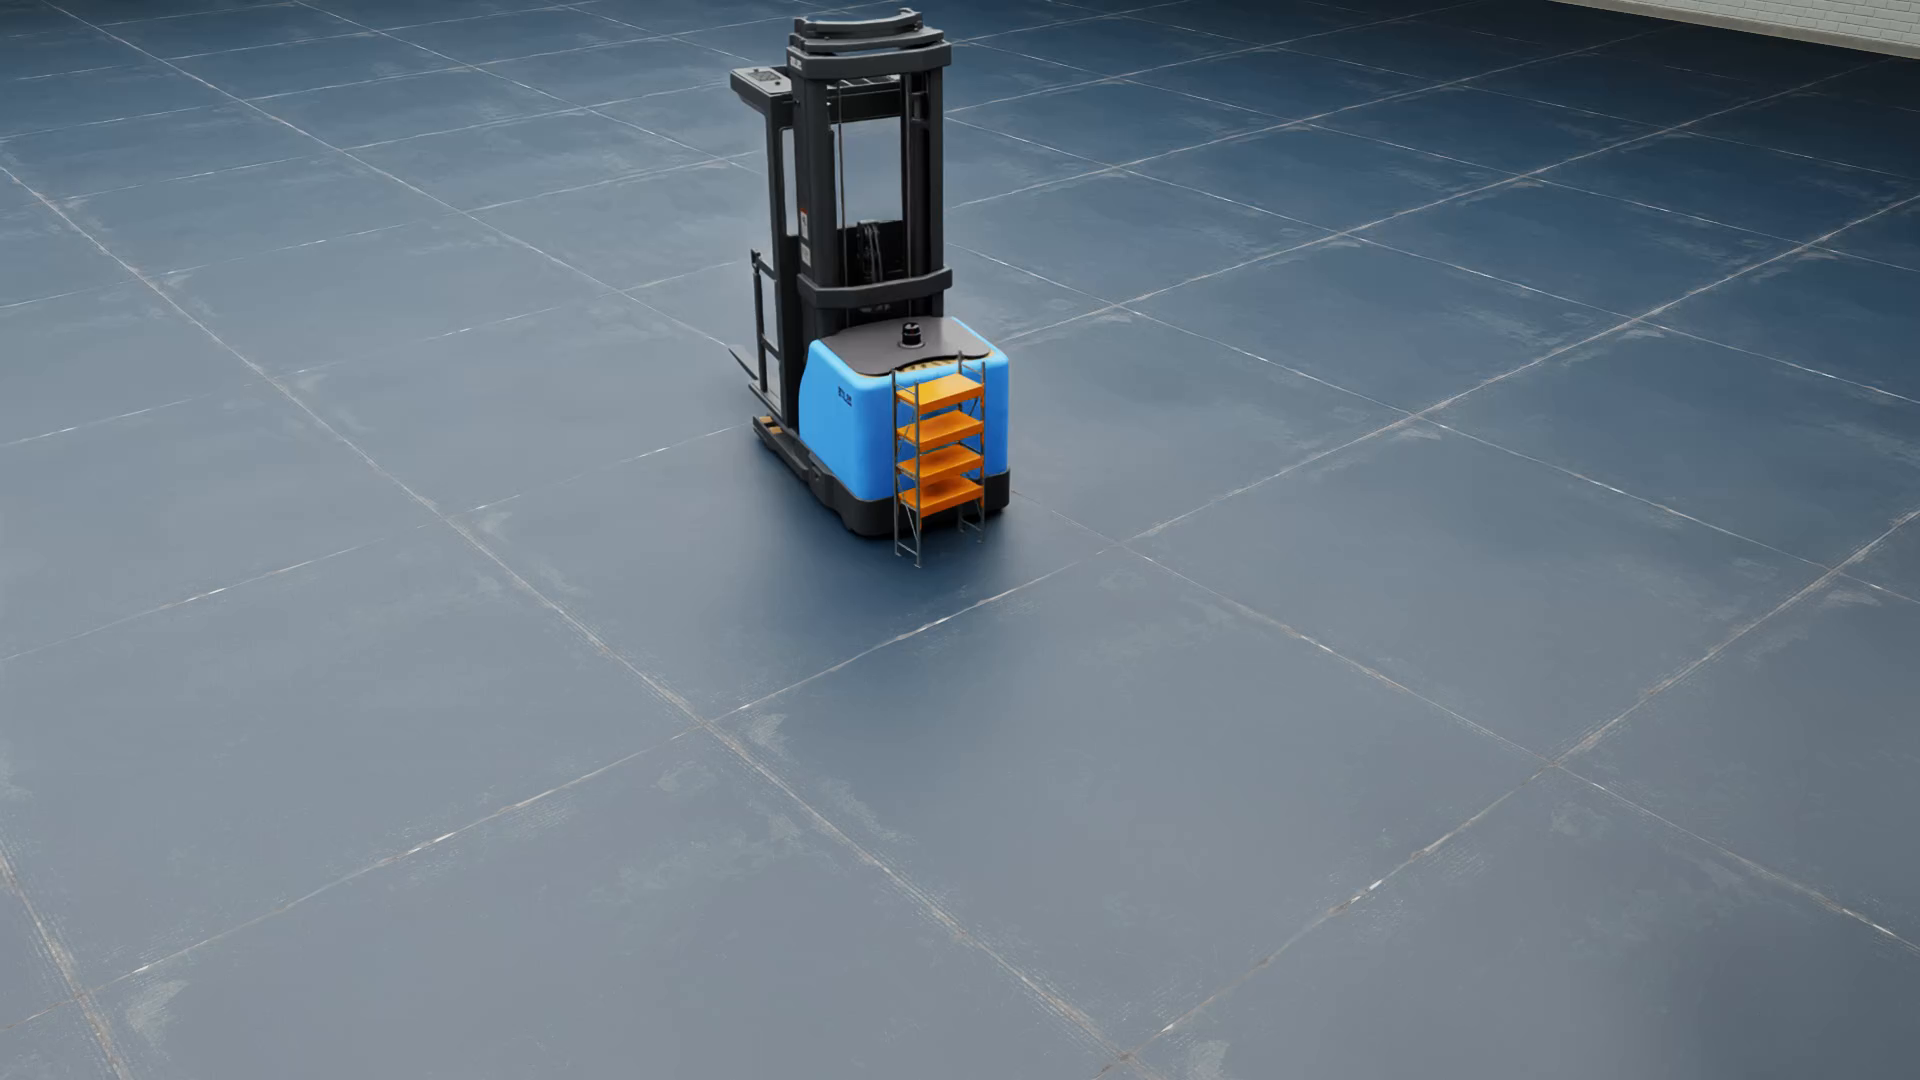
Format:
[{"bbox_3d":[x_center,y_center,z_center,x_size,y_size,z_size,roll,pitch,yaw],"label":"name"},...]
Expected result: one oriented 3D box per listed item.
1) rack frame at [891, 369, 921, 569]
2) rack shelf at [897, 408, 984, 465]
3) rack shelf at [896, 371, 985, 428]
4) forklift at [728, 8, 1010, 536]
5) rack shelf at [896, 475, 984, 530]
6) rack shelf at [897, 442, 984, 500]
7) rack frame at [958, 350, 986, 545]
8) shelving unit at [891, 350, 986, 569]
[{"bbox_3d":[-0.313,-0.403,9.732,0.015,1.200,0.240,-21,34,-33],"label":"rack frame"},{"bbox_3d":[-0.122,-0.613,9.792,0.480,0.148,0.258,-21,34,-33],"label":"rack shelf"},{"bbox_3d":[-0.122,-0.821,9.680,0.480,0.148,0.258,-21,34,-33],"label":"rack shelf"},{"bbox_3d":[-0.782,-1.985,10.855,1.130,2.935,3.031,-13,31,-23],"label":"forklift"},{"bbox_3d":[-0.122,-0.240,9.991,0.480,0.148,0.258,-21,34,-33],"label":"rack shelf"},{"bbox_3d":[-0.122,-0.416,9.897,0.480,0.148,0.258,-21,34,-33],"label":"rack shelf"},{"bbox_3d":[0.069,-0.547,10.000,0.015,1.200,0.240,-21,34,-33],"label":"rack frame"},{"bbox_3d":[-0.122,-0.475,9.866,0.503,1.200,0.258,-21,34,-33],"label":"shelving unit"}]
